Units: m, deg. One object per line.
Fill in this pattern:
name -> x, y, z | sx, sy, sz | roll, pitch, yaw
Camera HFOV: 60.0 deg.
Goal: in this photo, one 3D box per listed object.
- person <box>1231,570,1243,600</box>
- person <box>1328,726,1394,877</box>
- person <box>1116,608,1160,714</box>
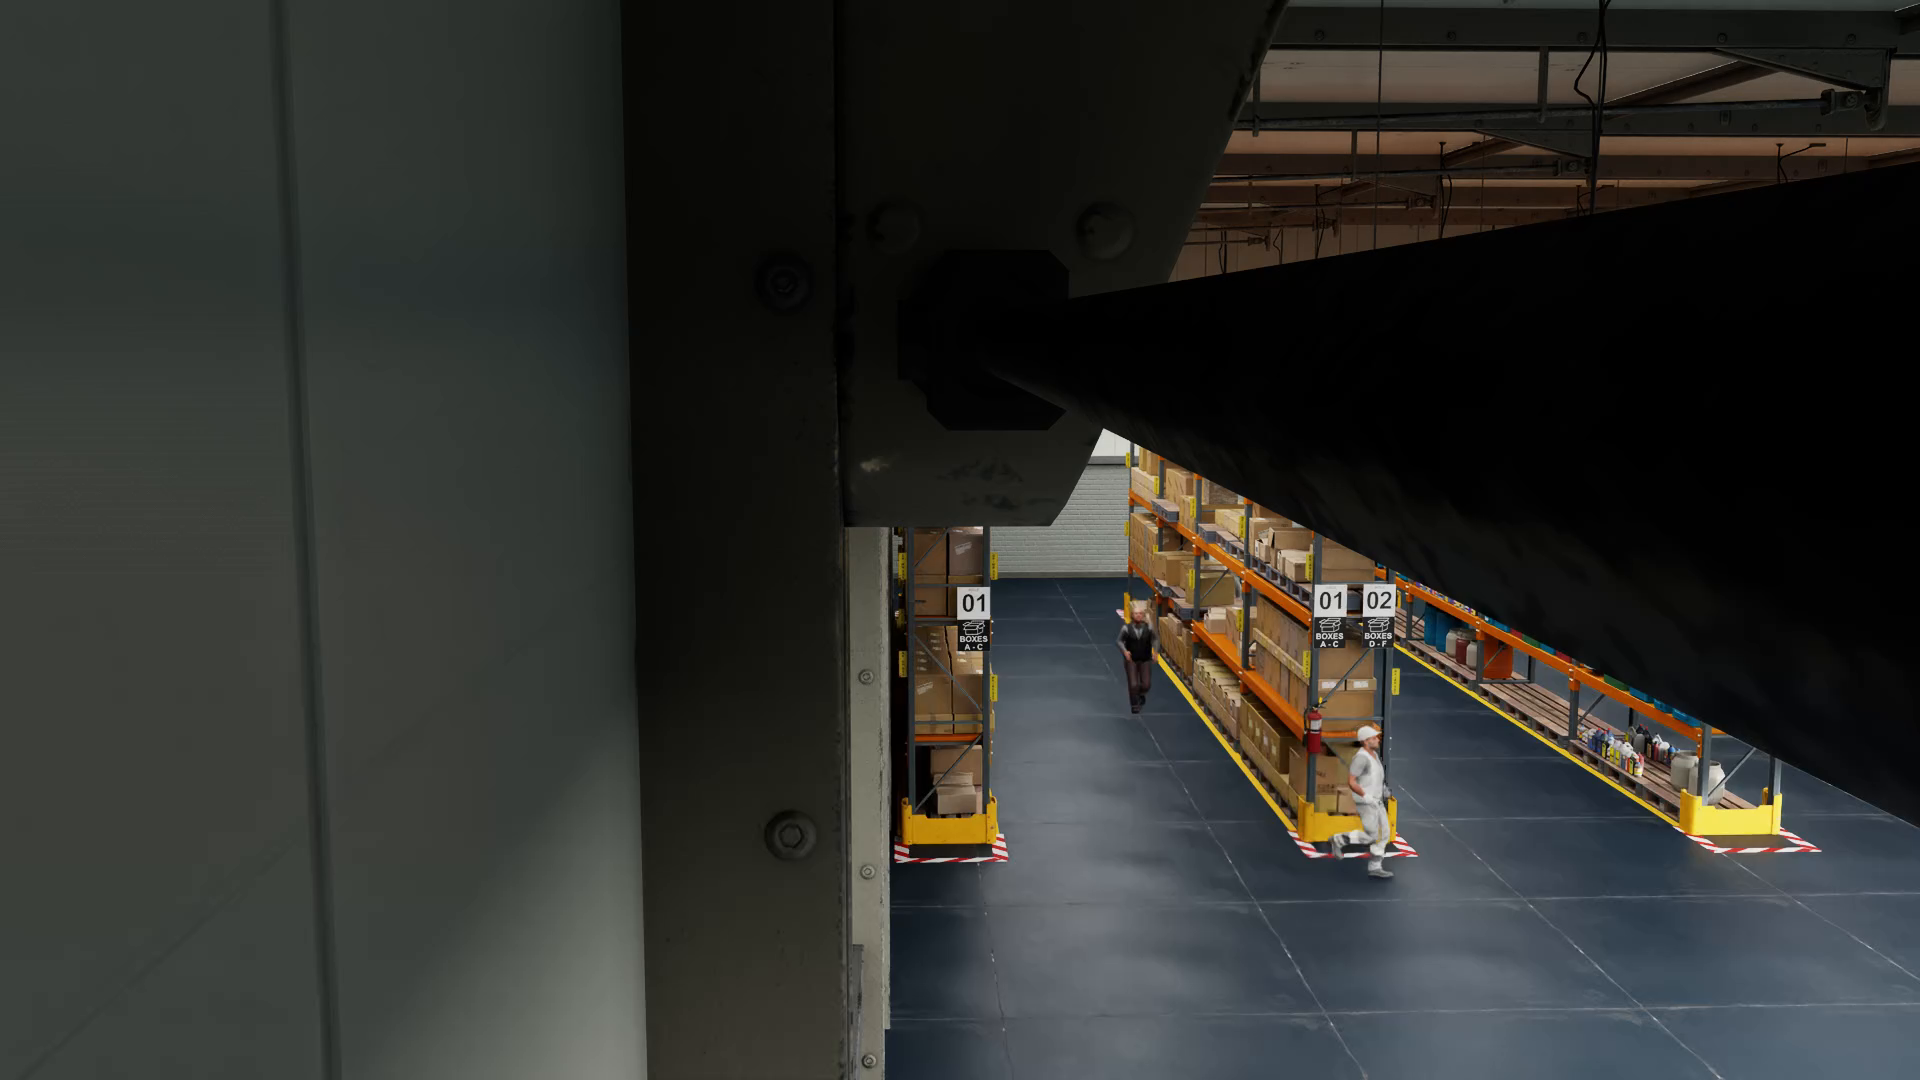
person -> 5.933, 0.959, 36.736 | 0.641, 1.444, 0.740 | -7, 10, -43
person -> 4.702, 3.019, 19.285 | 0.756, 1.750, 0.676 | 4, 8, 30
person -> 2.790, 1.887, 26.063 | 0.707, 1.677, 0.609 | 0, 7, -2
